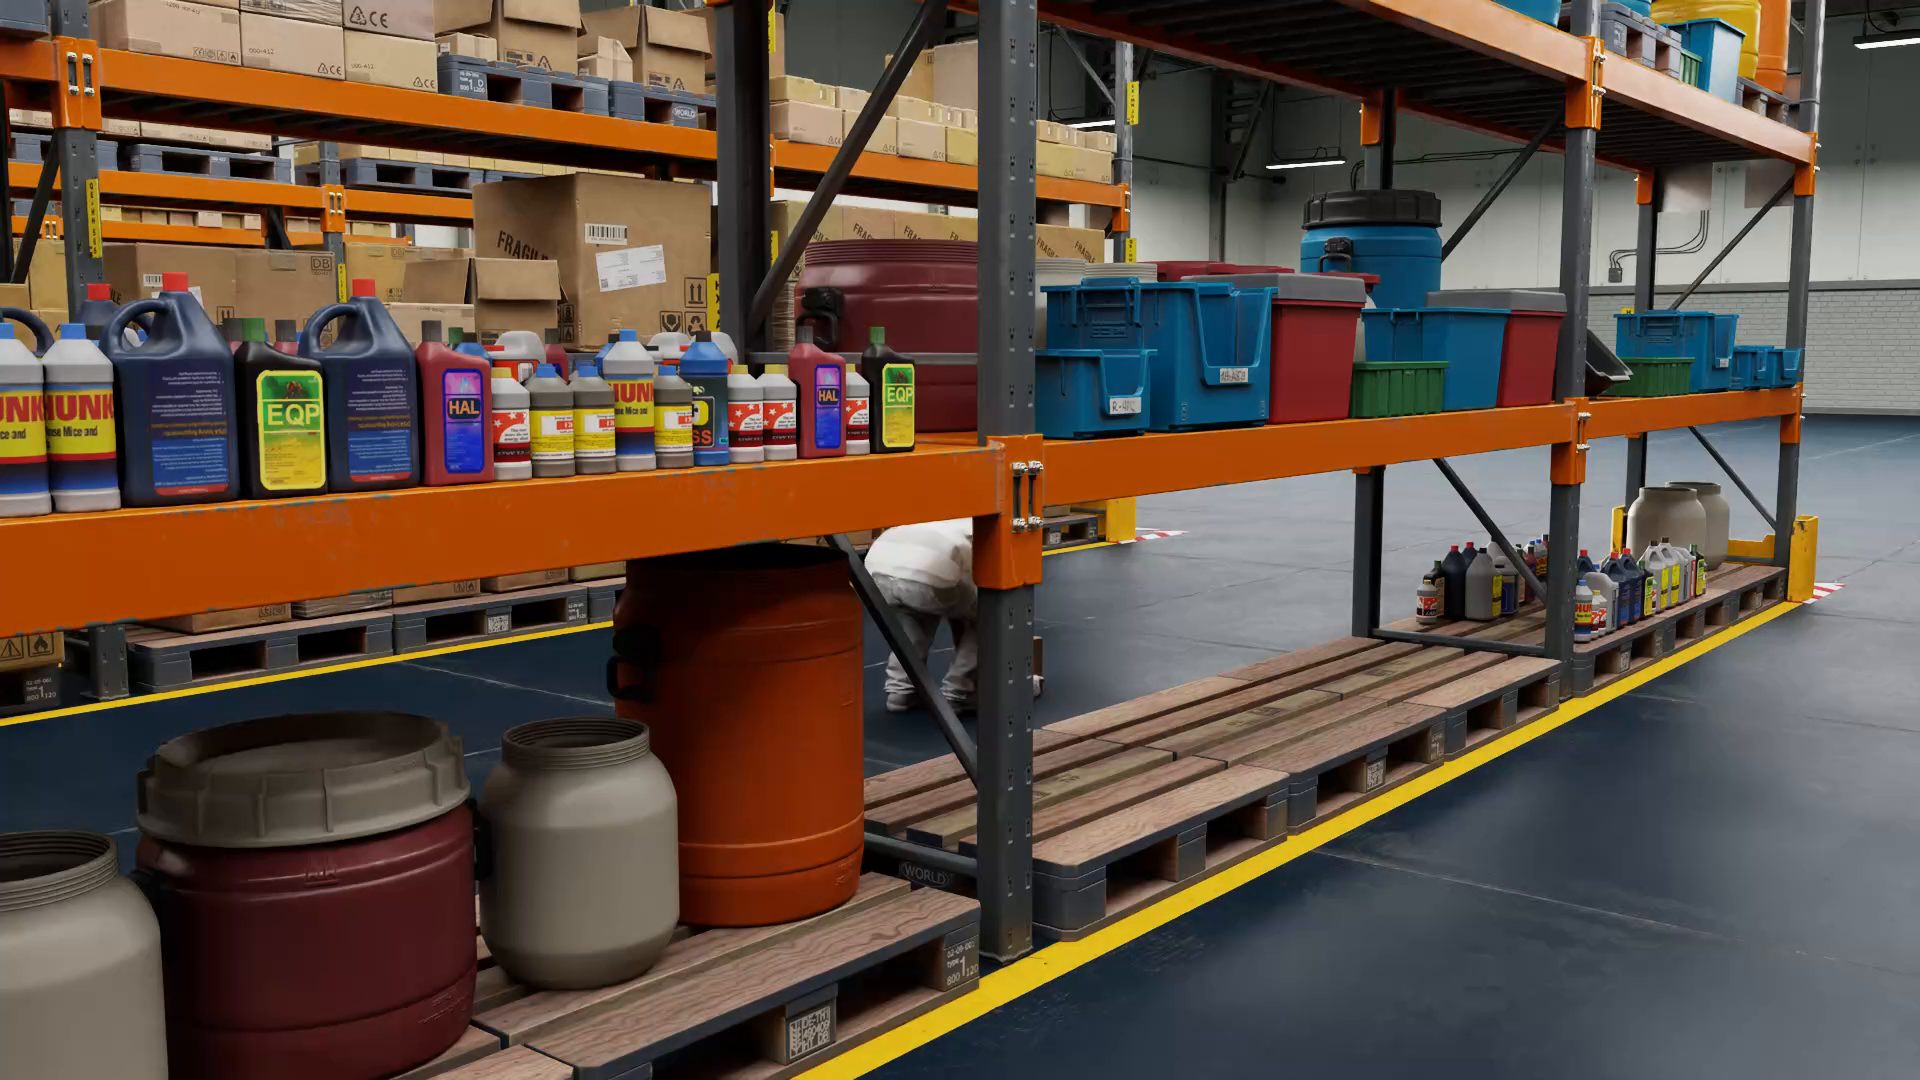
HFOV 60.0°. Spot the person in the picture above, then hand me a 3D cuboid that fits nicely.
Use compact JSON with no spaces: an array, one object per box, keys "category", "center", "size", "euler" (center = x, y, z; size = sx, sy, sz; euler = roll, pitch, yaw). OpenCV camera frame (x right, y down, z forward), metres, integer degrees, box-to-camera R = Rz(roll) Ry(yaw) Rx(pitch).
[{"category":"person","center":[-0.018,0.309,7.184],"size":[0.532,0.857,0.993],"euler":[5,8,37]}]
